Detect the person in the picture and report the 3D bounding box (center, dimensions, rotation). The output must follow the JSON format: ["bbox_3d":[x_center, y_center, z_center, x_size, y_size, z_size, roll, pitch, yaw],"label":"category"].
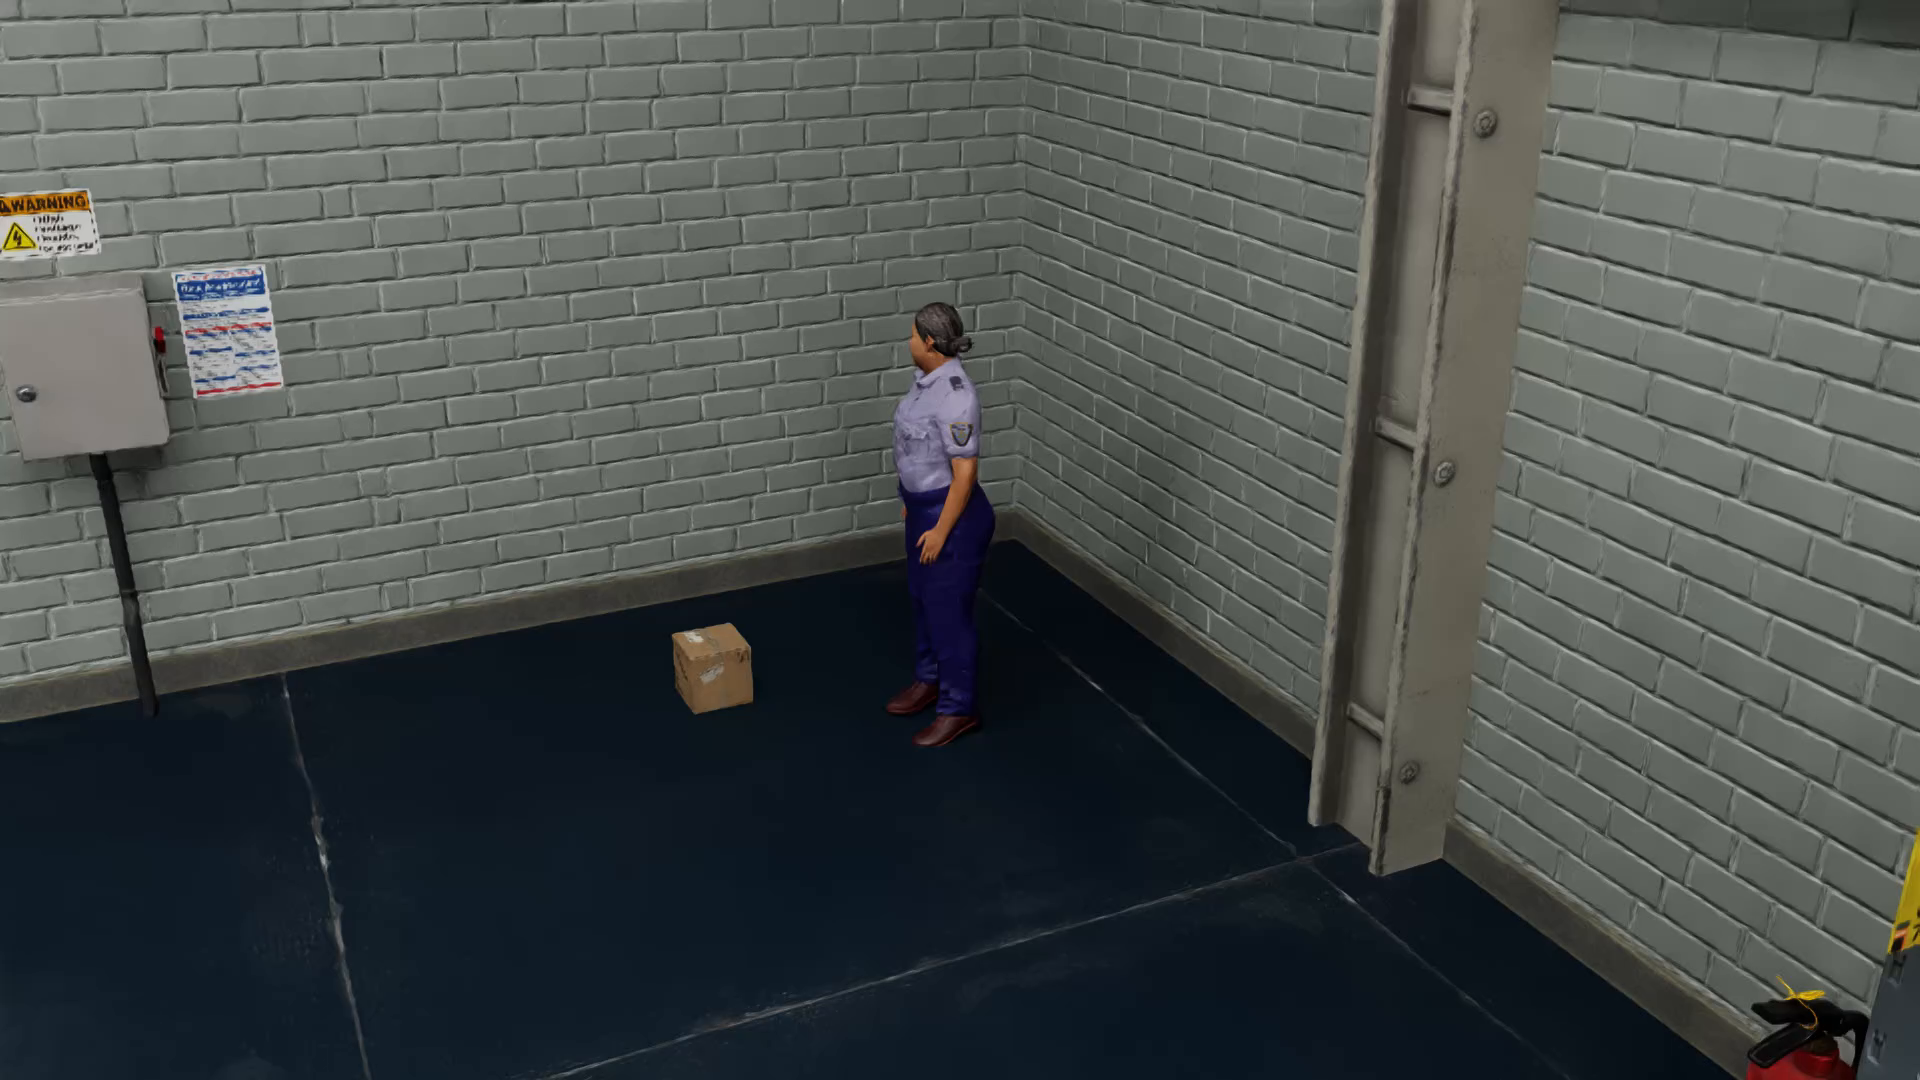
[{"bbox_3d":[-0.085,-0.064,6.258,0.399,1.691,0.529,-5,23,-11],"label":"person"}]
